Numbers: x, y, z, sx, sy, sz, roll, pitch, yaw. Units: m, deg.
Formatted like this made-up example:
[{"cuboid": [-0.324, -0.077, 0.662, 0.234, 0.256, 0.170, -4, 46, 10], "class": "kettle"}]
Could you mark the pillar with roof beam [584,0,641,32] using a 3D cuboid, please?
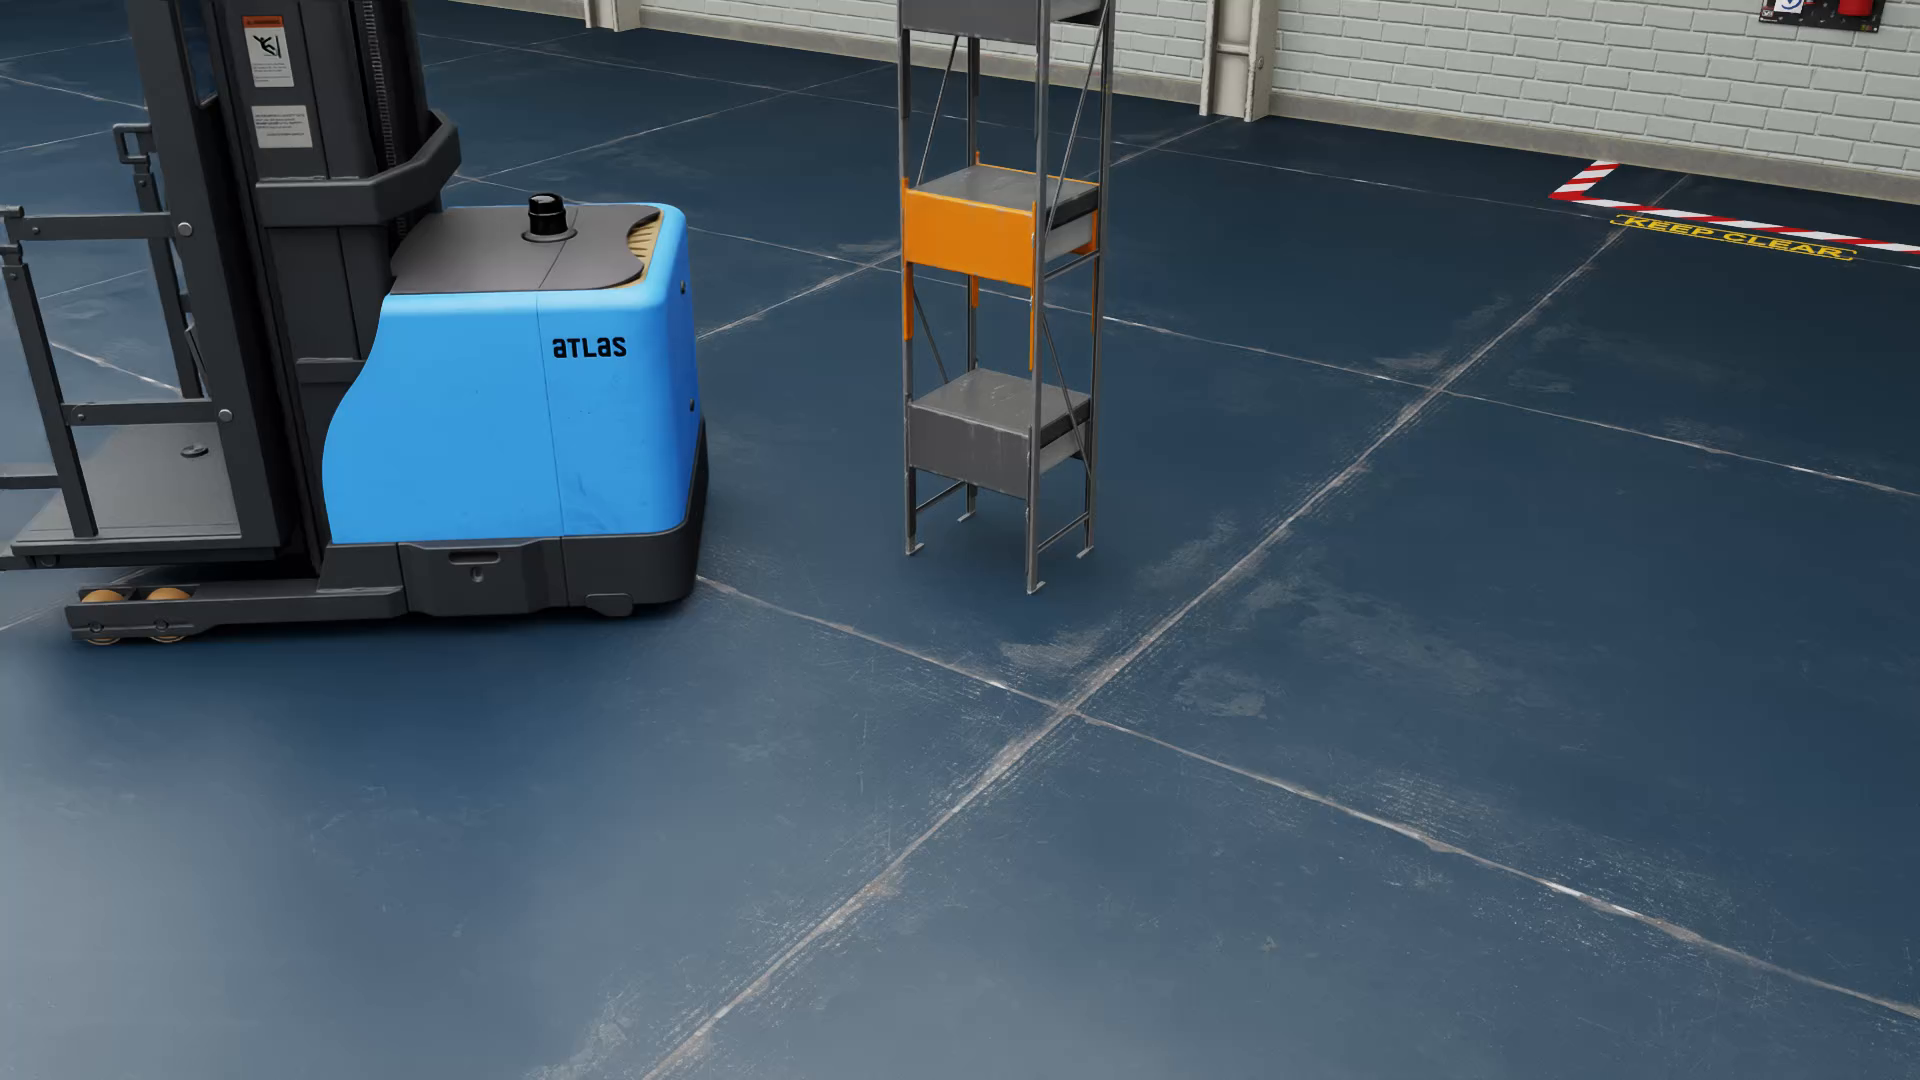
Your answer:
[{"cuboid": [-5.472, -6.907, 9.400, 0.400, 9.000, 9.100, 17, 32, 30], "class": "pillar with roof beam"}]

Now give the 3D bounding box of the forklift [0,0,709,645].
[{"cuboid": [-2.392, -1.233, 4.940, 3.031, 2.935, 1.130, -2, 27, -4], "class": "forklift"}]

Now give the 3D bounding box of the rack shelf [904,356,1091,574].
[{"cuboid": [0.136, -0.257, 5.514, 0.480, 0.518, 0.431, 17, 32, 30], "class": "rack shelf"}]

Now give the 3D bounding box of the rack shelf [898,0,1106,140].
[{"cuboid": [0.136, -1.505, 4.879, 0.480, 0.518, 0.431, 17, 32, 30], "class": "rack shelf"}]

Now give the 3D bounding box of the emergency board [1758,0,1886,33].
[{"cuboid": [4.842, -3.410, 9.143, 0.643, 1.169, 0.194, 17, 32, 30], "class": "emergency board"}]

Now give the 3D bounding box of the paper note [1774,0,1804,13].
[{"cuboid": [4.735, -3.089, 9.483, 0.142, 0.148, 0.016, 17, 32, 30], "class": "paper note"}]

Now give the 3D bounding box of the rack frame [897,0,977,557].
[{"cuboid": [-0.065, -0.956, 5.313, 0.015, 2.100, 0.400, 17, 32, 30], "class": "rack frame"}]

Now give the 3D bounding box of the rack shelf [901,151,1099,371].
[{"cuboid": [0.136, -0.881, 5.196, 0.480, 0.518, 0.431, 17, 32, 30], "class": "rack shelf"}]

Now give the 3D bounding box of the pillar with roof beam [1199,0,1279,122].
[{"cuboid": [-0.526, -5.366, 6.372, 0.400, 9.000, 9.100, 17, 32, 30], "class": "pillar with roof beam"}]

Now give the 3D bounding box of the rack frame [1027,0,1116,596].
[{"cuboid": [0.338, -0.831, 5.067, 0.015, 2.100, 0.400, 17, 32, 30], "class": "rack frame"}]

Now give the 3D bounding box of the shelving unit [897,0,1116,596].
[{"cuboid": [0.136, -0.893, 5.190, 0.503, 2.100, 0.431, 17, 32, 30], "class": "shelving unit"}]
